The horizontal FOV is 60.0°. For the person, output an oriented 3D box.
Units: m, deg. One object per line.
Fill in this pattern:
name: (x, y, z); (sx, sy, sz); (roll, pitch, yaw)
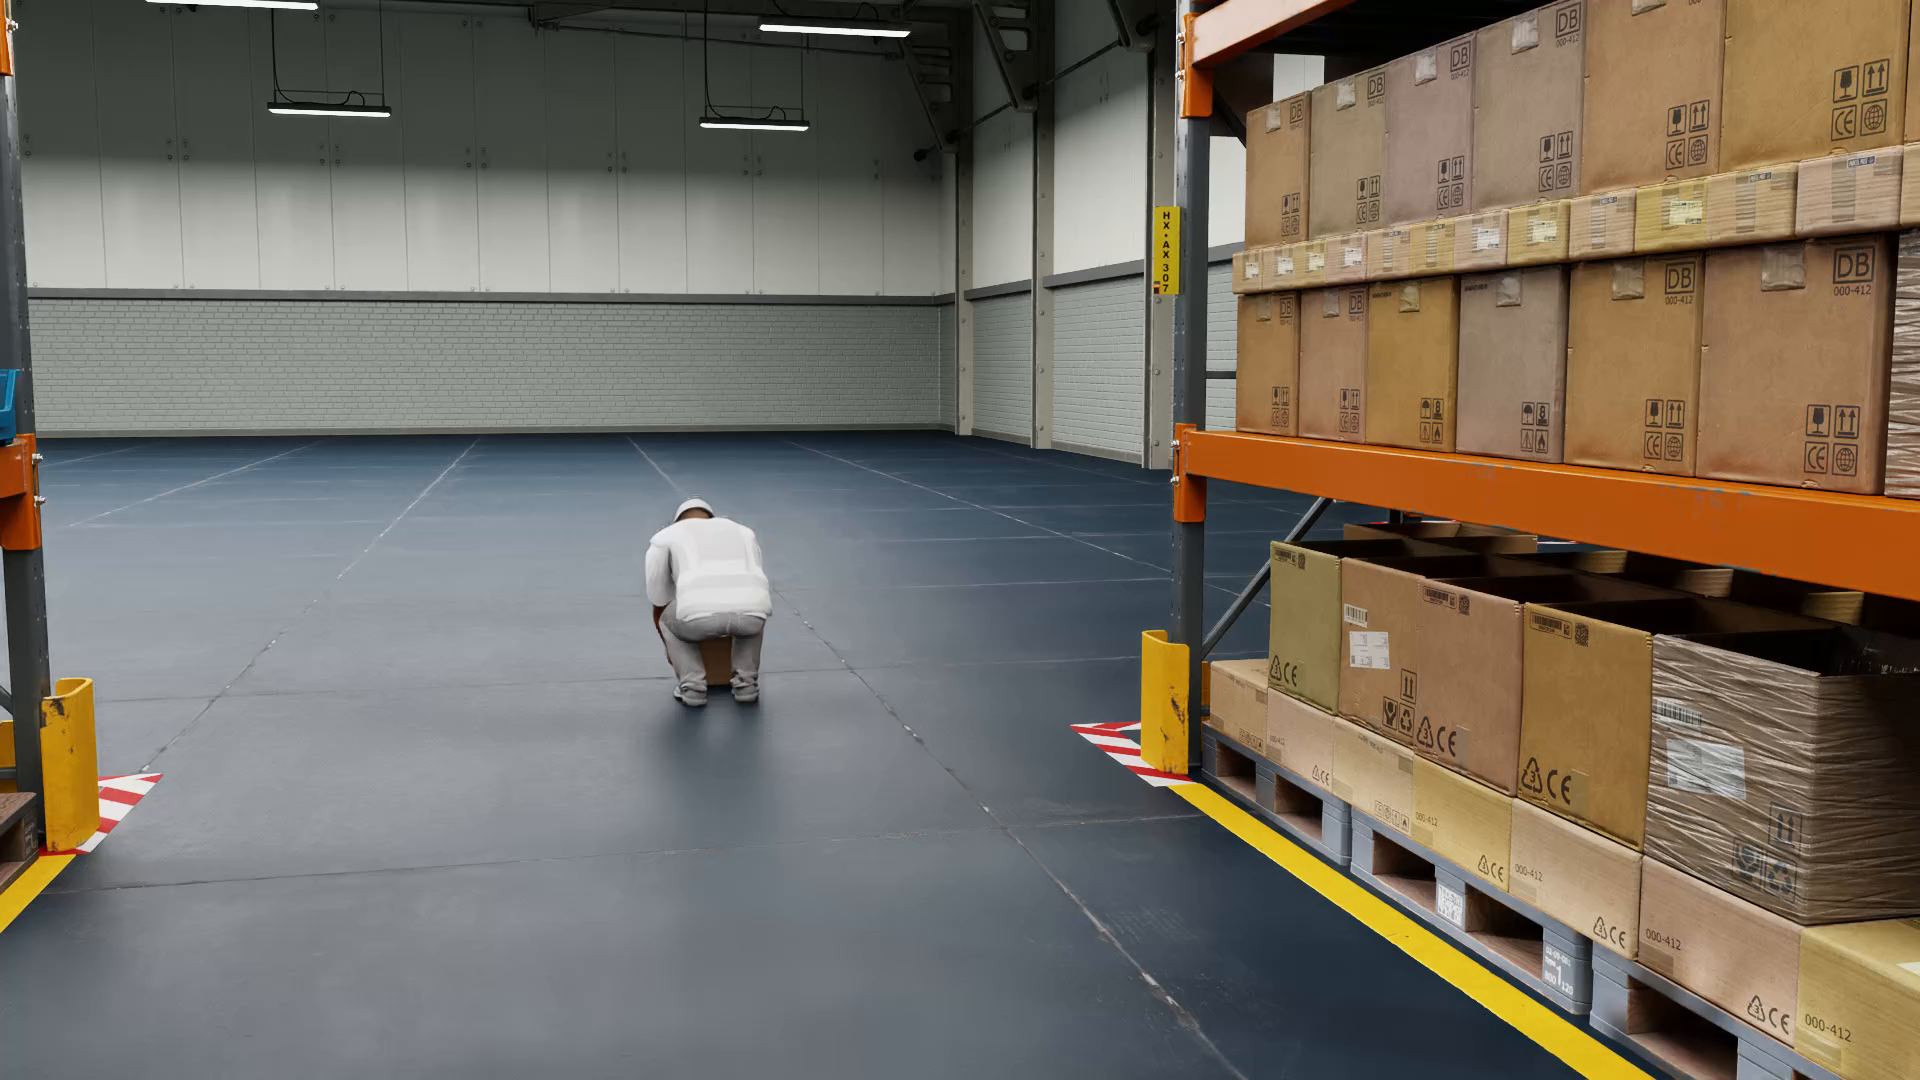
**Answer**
person: (-1.182, 0.283, 7.795); (0.563, 0.903, 0.896); (-1, 6, -14)
